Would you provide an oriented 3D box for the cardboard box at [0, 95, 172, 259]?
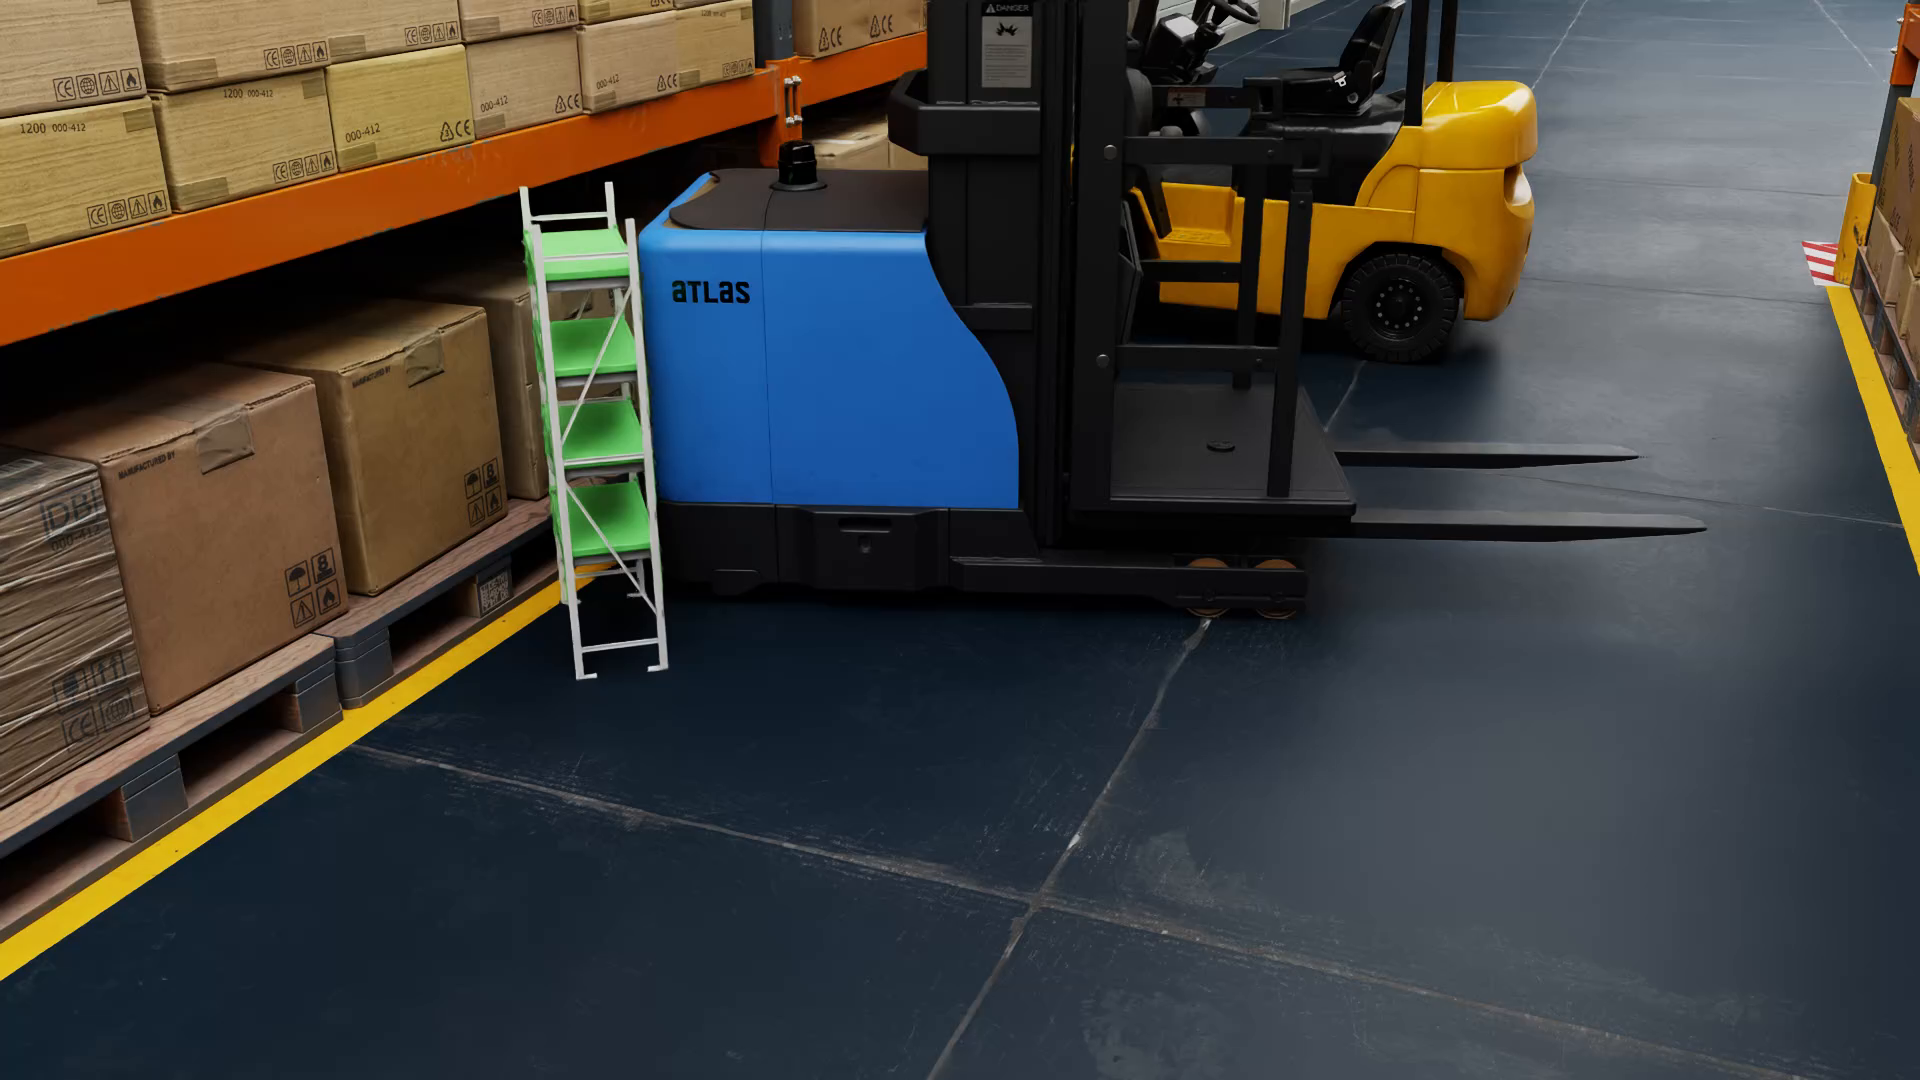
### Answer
[{"bbox_3d":[-1.983,-0.744,3.334,0.500,0.250,0.500,8,24,19],"label":"cardboard box"}]

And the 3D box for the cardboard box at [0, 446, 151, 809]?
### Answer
[{"bbox_3d":[-2.322,0.170,3.486,0.875,0.625,0.625,10,25,22],"label":"cardboard box"}]

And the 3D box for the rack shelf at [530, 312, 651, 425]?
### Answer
[{"bbox_3d":[-0.965,-0.453,4.321,0.258,0.148,0.480,-7,24,-15],"label":"rack shelf"}]

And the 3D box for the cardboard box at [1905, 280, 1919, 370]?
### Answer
[{"bbox_3d":[3.881,-0.781,6.250,0.500,0.250,0.500,9,24,21],"label":"cardboard box"}]

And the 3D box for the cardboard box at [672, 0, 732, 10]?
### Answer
[{"bbox_3d":[-1.025,-1.891,5.431,0.500,0.250,0.500,8,24,19],"label":"cardboard box"}]

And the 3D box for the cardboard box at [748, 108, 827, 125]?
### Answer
[{"bbox_3d":[-0.903,-1.715,7.190,0.500,0.250,0.500,8,24,19],"label":"cardboard box"}]

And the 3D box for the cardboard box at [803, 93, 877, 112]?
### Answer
[{"bbox_3d":[-0.702,-1.895,7.619,0.500,0.250,0.500,9,24,20],"label":"cardboard box"}]

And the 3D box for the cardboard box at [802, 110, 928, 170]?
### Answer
[{"bbox_3d":[-0.410,-1.638,7.005,0.500,0.250,0.500,9,24,20],"label":"cardboard box"}]

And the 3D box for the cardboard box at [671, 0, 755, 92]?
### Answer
[{"bbox_3d":[-1.025,-1.655,5.514,0.500,0.250,0.500,9,24,21],"label":"cardboard box"}]

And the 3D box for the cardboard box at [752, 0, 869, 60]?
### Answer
[{"bbox_3d":[-0.673,-2.109,6.278,0.500,0.500,0.500,8,24,19],"label":"cardboard box"}]

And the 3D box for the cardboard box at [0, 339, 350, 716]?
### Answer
[{"bbox_3d":[-2.086,-0.065,4.049,0.875,0.625,0.625,10,25,22],"label":"cardboard box"}]

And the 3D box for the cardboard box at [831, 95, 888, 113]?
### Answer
[{"bbox_3d":[-0.236,-1.818,7.435,0.500,0.250,0.500,10,25,22],"label":"cardboard box"}]

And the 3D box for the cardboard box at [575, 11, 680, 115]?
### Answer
[{"bbox_3d":[-1.206,-1.474,5.082,0.500,0.250,0.500,9,24,20],"label":"cardboard box"}]

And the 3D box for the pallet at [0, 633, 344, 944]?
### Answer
[{"bbox_3d":[-2.224,0.487,3.809,1.003,0.211,1.213,9,24,20],"label":"pallet"}]

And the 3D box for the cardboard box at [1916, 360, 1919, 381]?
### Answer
[{"bbox_3d":[3.688,-0.600,5.816,0.500,0.250,0.500,8,24,19],"label":"cardboard box"}]

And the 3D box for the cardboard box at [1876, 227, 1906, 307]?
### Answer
[{"bbox_3d":[4.262,-1.158,7.154,0.500,0.250,0.500,10,25,22],"label":"cardboard box"}]

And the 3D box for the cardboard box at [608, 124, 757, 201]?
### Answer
[{"bbox_3d":[-1.077,-1.532,6.751,0.500,0.250,0.500,9,24,21],"label":"cardboard box"}]

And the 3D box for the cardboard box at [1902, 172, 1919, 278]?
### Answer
[{"bbox_3d":[4.067,-1.311,6.547,0.500,0.500,0.500,9,24,21],"label":"cardboard box"}]

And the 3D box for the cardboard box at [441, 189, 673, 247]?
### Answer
[{"bbox_3d":[-1.264,-0.851,5.933,0.875,0.625,0.625,10,25,22],"label":"cardboard box"}]

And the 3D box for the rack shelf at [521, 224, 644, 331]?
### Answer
[{"bbox_3d":[-0.965,-0.674,4.228,0.258,0.148,0.480,-7,24,-15],"label":"rack shelf"}]

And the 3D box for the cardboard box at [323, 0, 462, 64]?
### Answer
[{"bbox_3d":[-1.610,-1.346,4.126,0.500,0.250,0.500,9,24,21],"label":"cardboard box"}]

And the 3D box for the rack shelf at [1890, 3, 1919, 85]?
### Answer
[{"bbox_3d":[4.273,-1.616,6.161,1.077,0.370,4.000,9,24,20],"label":"rack shelf"}]

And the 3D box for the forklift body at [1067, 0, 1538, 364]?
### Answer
[{"bbox_3d":[1.395,-2.042,7.348,2.313,2.155,1.214,9,24,20],"label":"forklift body"}]

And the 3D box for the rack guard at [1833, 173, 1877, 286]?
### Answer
[{"bbox_3d":[4.987,-1.483,8.152,1.175,0.500,0.348,9,24,20],"label":"rack guard"}]

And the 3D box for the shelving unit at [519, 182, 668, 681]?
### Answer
[{"bbox_3d":[-0.965,-0.291,4.389,0.258,1.200,0.503,-7,24,-15],"label":"shelving unit"}]

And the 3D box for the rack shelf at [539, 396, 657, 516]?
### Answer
[{"bbox_3d":[-0.965,-0.232,4.413,0.258,0.148,0.480,-7,24,-15],"label":"rack shelf"}]

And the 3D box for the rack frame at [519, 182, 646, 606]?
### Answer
[{"bbox_3d":[-1.035,-0.381,4.604,0.240,1.200,0.015,-7,24,-15],"label":"rack frame"}]

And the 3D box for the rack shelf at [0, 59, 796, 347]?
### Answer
[{"bbox_3d":[-1.823,-0.894,4.432,1.077,0.370,4.000,9,24,20],"label":"rack shelf"}]

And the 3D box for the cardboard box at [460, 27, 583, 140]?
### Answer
[{"bbox_3d":[-1.419,-1.301,4.667,0.500,0.250,0.500,9,24,20],"label":"cardboard box"}]

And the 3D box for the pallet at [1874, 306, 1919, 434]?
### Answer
[{"bbox_3d":[4.198,-0.629,6.483,1.003,0.211,1.213,9,24,20],"label":"pallet"}]

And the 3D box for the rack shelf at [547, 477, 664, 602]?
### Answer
[{"bbox_3d":[-0.965,-0.010,4.506,0.258,0.148,0.480,-7,24,-15],"label":"rack shelf"}]

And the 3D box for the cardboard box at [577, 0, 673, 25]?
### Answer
[{"bbox_3d":[-1.210,-1.706,4.988,0.500,0.250,0.500,8,24,19],"label":"cardboard box"}]

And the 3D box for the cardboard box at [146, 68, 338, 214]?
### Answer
[{"bbox_3d":[-1.798,-0.930,3.778,0.500,0.250,0.500,8,24,18],"label":"cardboard box"}]

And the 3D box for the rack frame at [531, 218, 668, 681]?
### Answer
[{"bbox_3d":[-0.894,-0.200,4.173,0.240,1.200,0.015,-7,24,-15],"label":"rack frame"}]

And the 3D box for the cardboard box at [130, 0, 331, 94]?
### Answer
[{"bbox_3d":[-1.776,-1.159,3.680,0.500,0.250,0.500,8,24,19],"label":"cardboard box"}]

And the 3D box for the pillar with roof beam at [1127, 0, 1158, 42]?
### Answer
[{"bbox_3d":[5.536,-7.552,11.655,9.100,9.000,0.400,9,24,20],"label":"pillar with roof beam"}]

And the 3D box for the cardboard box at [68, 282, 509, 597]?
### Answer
[{"bbox_3d":[-1.836,-0.306,4.626,0.875,0.625,0.625,8,24,18],"label":"cardboard box"}]

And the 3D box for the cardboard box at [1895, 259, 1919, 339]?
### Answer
[{"bbox_3d":[4.071,-0.961,6.682,0.500,0.250,0.500,11,25,24],"label":"cardboard box"}]

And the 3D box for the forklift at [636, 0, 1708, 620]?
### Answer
[{"bbox_3d":[0.643,-1.339,4.653,3.031,2.935,1.130,1,23,3],"label":"forklift"}]

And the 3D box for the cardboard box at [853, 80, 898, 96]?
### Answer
[{"bbox_3d":[-0.523,-2.076,8.053,0.500,0.250,0.500,8,24,19],"label":"cardboard box"}]

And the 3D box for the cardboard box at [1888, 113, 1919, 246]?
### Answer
[{"bbox_3d":[4.261,-1.490,6.974,0.500,0.500,0.500,8,24,18],"label":"cardboard box"}]

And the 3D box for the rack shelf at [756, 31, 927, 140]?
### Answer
[{"bbox_3d":[-0.337,-2.326,7.859,1.077,0.370,4.000,9,24,20],"label":"rack shelf"}]

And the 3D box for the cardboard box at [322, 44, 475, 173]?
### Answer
[{"bbox_3d":[-1.604,-1.115,4.222,0.500,0.250,0.500,10,25,22],"label":"cardboard box"}]

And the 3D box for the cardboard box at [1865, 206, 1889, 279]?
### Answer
[{"bbox_3d":[4.459,-1.340,7.588,0.500,0.250,0.500,9,24,20],"label":"cardboard box"}]

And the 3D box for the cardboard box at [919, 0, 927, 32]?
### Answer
[{"bbox_3d":[-0.308,-2.479,7.164,0.500,0.500,0.500,9,24,20],"label":"cardboard box"}]

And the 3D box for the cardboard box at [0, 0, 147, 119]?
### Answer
[{"bbox_3d":[-1.987,-0.975,3.238,0.500,0.250,0.500,10,25,22],"label":"cardboard box"}]

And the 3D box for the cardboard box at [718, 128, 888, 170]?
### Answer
[{"bbox_3d":[-0.609,-1.456,6.570,0.500,0.250,0.500,8,24,19],"label":"cardboard box"}]

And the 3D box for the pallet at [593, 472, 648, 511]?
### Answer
[{"bbox_3d":[-1.318,-0.386,5.900,1.003,0.211,1.213,9,24,20],"label":"pallet"}]

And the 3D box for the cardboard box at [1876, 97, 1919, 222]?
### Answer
[{"bbox_3d":[4.451,-1.677,7.423,0.500,0.500,0.500,8,24,18],"label":"cardboard box"}]

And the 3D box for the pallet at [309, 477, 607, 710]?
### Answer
[{"bbox_3d":[-1.769,0.052,4.851,1.003,0.211,1.213,9,24,20],"label":"pallet"}]

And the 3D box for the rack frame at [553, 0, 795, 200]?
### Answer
[{"bbox_3d":[-1.080,-1.942,6.007,1.000,3.000,0.127,9,24,20],"label":"rack frame"}]

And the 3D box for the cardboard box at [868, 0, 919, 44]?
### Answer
[{"bbox_3d":[-0.495,-2.298,6.730,0.500,0.500,0.500,9,24,21],"label":"cardboard box"}]

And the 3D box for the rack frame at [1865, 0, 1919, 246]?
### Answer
[{"bbox_3d":[5.015,-2.664,7.736,1.000,3.000,0.127,9,24,20],"label":"rack frame"}]

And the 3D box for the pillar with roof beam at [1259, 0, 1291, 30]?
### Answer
[{"bbox_3d":[7.764,-9.699,16.795,9.100,9.000,0.400,9,24,20],"label":"pillar with roof beam"}]

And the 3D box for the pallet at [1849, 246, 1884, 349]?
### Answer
[{"bbox_3d":[4.653,-1.064,7.524,1.003,0.211,1.213,9,24,20],"label":"pallet"}]

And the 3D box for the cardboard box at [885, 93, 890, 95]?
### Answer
[{"bbox_3d":[-0.034,-2.004,7.882,0.500,0.250,0.500,8,24,19],"label":"cardboard box"}]

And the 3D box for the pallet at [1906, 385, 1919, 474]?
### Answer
[{"bbox_3d":[3.746,-0.191,5.434,1.003,0.211,1.213,9,24,20],"label":"pallet"}]

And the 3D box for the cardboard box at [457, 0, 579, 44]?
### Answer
[{"bbox_3d":[-1.405,-1.524,4.552,0.500,0.250,0.500,9,24,21],"label":"cardboard box"}]

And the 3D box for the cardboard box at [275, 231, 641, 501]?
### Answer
[{"bbox_3d":[-1.559,-0.575,5.271,0.875,0.625,0.625,9,24,20],"label":"cardboard box"}]
